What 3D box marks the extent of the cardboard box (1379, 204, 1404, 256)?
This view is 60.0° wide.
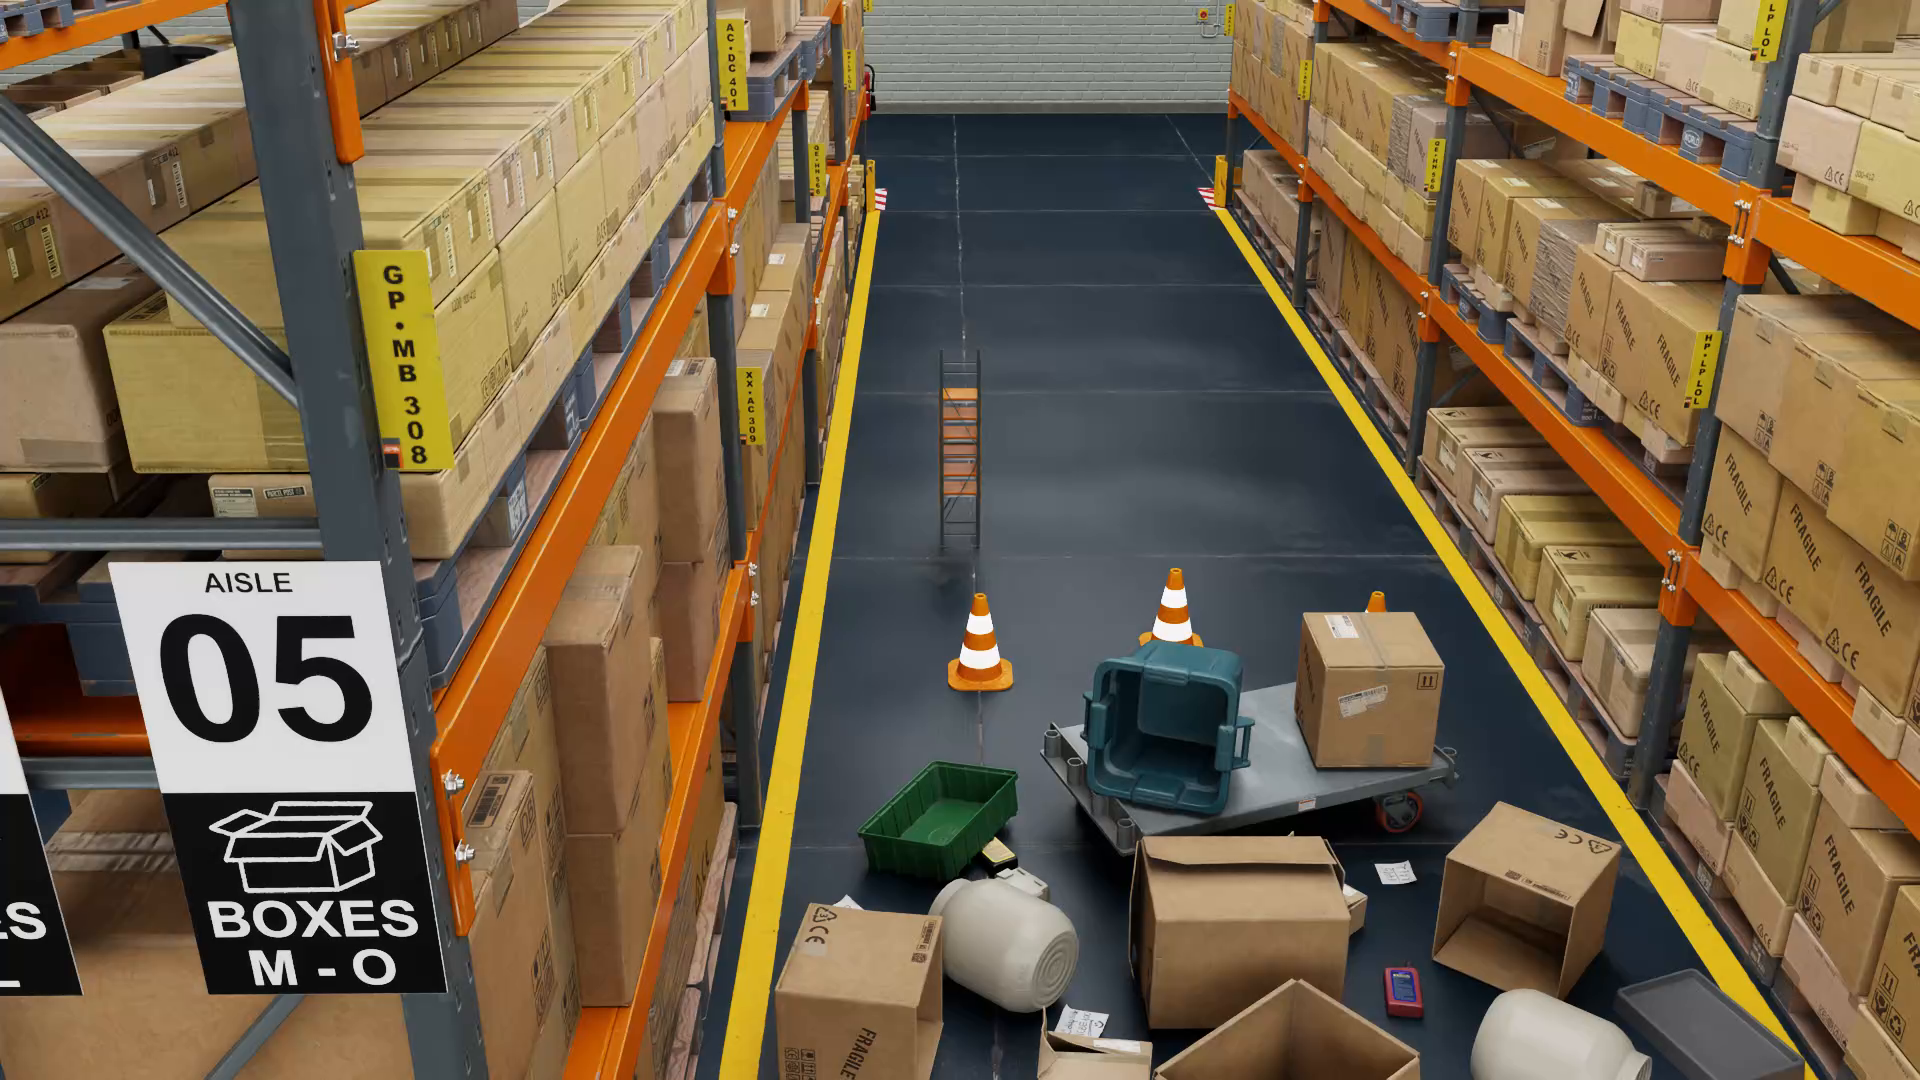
[{"bbox_3d":[3.229,-2.162,11.572,0.500,0.250,0.500,0,24,0],"label":"cardboard box"}]

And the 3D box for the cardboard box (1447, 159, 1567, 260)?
[{"bbox_3d":[3.289,-1.998,10.036,0.500,0.500,0.500,-1,24,-2],"label":"cardboard box"}]

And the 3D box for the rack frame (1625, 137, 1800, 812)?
[{"bbox_3d":[3.559,-0.164,6.973,1.000,3.000,0.127,0,24,-1],"label":"rack frame"}]

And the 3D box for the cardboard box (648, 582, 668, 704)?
[{"bbox_3d":[-1.457,0.433,5.471,0.875,0.550,0.550,0,24,-1],"label":"cardboard box"}]

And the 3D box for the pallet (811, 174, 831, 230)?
[{"bbox_3d":[-1.496,-2.477,12.319,1.003,0.211,1.213,0,24,-1],"label":"pallet"}]

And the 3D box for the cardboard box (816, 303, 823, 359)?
[{"bbox_3d":[-1.199,-1.428,11.381,0.500,0.250,0.500,-1,24,-3],"label":"cardboard box"}]

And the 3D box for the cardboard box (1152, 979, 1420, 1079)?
[{"bbox_3d":[1.052,1.909,5.418,0.797,0.503,0.637,-19,31,-36],"label":"cardboard box"}]

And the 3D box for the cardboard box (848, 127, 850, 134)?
[{"bbox_3d":[-1.220,-3.832,15.388,0.380,0.149,0.250,0,24,0],"label":"cardboard box"}]

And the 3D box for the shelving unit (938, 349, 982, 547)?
[{"bbox_3d":[0.000,-0.541,9.990,0.258,1.200,0.189,0,24,-1],"label":"shelving unit"}]

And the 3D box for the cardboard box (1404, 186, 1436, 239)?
[{"bbox_3d":[3.256,-2.170,10.984,0.500,0.250,0.500,0,24,-1],"label":"cardboard box"}]

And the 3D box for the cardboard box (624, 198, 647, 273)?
[{"bbox_3d":[-1.049,-0.812,4.439,0.380,0.149,0.250,0,24,-1],"label":"cardboard box"}]

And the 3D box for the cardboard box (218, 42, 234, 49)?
[{"bbox_3d":[-6.187,-4.023,14.417,0.500,0.500,0.500,0,24,-1],"label":"cardboard box"}]

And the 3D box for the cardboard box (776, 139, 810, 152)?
[{"bbox_3d":[-1.256,-2.720,11.698,0.380,0.149,0.250,1,24,2],"label":"cardboard box"}]

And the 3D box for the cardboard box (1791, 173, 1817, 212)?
[{"bbox_3d":[3.315,-1.285,6.117,0.380,0.149,0.250,-1,24,-1],"label":"cardboard box"}]

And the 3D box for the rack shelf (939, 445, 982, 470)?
[{"bbox_3d":[0.000,-0.500,10.008,0.258,0.103,0.180,0,24,-1],"label":"rack shelf"}]

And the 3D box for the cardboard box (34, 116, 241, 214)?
[{"bbox_3d":[-1.698,-0.757,3.350,0.380,0.149,0.250,0,24,0],"label":"cardboard box"}]

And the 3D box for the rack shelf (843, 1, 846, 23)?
[{"bbox_3d":[-1.499,-5.260,15.472,1.077,0.370,4.000,0,24,-1],"label":"rack shelf"}]

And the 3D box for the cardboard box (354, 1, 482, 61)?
[{"bbox_3d":[-1.719,-1.592,5.196,0.380,0.149,0.250,0,24,-1],"label":"cardboard box"}]

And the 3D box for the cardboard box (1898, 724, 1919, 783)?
[{"bbox_3d":[3.277,0.713,5.339,0.380,0.149,0.250,0,24,-1],"label":"cardboard box"}]

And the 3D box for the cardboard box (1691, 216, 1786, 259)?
[{"bbox_3d":[3.793,-1.475,8.091,0.380,0.149,0.250,1,24,2],"label":"cardboard box"}]

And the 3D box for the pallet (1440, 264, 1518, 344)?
[{"bbox_3d":[3.630,-1.432,10.008,1.213,0.211,1.003,0,24,-1],"label":"pallet"}]

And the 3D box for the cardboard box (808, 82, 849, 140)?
[{"bbox_3d":[-1.230,-3.783,14.492,0.500,0.500,0.500,-1,24,-2],"label":"cardboard box"}]

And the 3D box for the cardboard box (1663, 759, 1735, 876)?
[{"bbox_3d":[3.295,1.142,6.913,0.500,0.250,0.500,-1,24,-3],"label":"cardboard box"}]

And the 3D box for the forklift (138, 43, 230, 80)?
[{"bbox_3d":[-4.484,-1.166,9.271,3.031,2.935,1.130,-22,32,-39],"label":"forklift"}]

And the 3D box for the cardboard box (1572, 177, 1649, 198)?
[{"bbox_3d":[3.815,-1.786,9.566,0.500,0.500,0.500,-1,24,-1],"label":"cardboard box"}]

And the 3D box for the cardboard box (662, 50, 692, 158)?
[{"bbox_3d":[-1.122,-1.361,5.169,0.500,0.250,0.500,0,24,-1],"label":"cardboard box"}]

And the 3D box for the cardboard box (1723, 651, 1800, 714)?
[{"bbox_3d":[3.237,0.556,6.510,0.380,0.149,0.250,0,24,0],"label":"cardboard box"}]

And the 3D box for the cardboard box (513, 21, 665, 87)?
[{"bbox_3d":[-1.055,-1.386,4.740,0.380,0.149,0.250,0,24,0],"label":"cardboard box"}]

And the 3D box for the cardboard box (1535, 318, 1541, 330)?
[{"bbox_3d":[3.364,-1.196,9.050,0.380,0.149,0.250,1,24,2],"label":"cardboard box"}]

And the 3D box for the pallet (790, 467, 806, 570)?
[{"bbox_3d":[-1.500,-0.153,10.331,1.003,0.211,1.213,0,24,-1],"label":"pallet"}]

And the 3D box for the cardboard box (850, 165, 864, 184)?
[{"bbox_3d":[-1.186,-3.781,17.199,0.380,0.149,0.250,-1,24,-2],"label":"cardboard box"}]

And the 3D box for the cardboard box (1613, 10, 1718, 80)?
[{"bbox_3d":[3.403,-2.312,7.755,0.500,0.250,0.500,0,24,0],"label":"cardboard box"}]

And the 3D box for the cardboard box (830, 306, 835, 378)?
[{"bbox_3d":[-1.205,-1.512,12.477,0.500,0.500,0.500,-1,24,-2],"label":"cardboard box"}]

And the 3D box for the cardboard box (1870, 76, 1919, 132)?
[{"bbox_3d":[3.262,-1.433,5.475,0.380,0.149,0.250,-1,24,-2],"label":"cardboard box"}]

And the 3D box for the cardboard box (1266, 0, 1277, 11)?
[{"bbox_3d":[3.130,-5.119,15.806,0.380,0.149,0.250,-1,24,-2],"label":"cardboard box"}]

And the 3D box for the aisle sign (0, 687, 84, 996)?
[{"bbox_3d":[-1.645,0.394,2.584,0.394,0.787,0.004,0,24,-1],"label":"aisle sign"}]

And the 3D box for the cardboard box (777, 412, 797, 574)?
[{"bbox_3d":[-1.504,-0.303,9.501,1.050,0.750,0.750,0,24,0],"label":"cardboard box"}]

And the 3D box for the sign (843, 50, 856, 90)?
[{"bbox_3d":[-0.922,-3.928,13.890,0.100,0.325,0.005,0,24,-1],"label":"sign"}]

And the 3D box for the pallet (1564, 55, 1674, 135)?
[{"bbox_3d":[3.644,-2.127,7.902,1.213,0.211,1.003,0,24,-1],"label":"pallet"}]

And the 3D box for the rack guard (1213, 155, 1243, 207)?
[{"bbox_3d":[3.428,-3.980,18.443,1.175,0.500,0.348,0,24,-1],"label":"rack guard"}]

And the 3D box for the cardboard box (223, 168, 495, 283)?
[{"bbox_3d":[-1.033,-0.547,2.885,0.380,0.149,0.250,0,24,0],"label":"cardboard box"}]

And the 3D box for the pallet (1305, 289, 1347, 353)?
[{"bbox_3d":[3.555,-1.872,14.134,1.003,0.211,1.213,0,24,-1],"label":"pallet"}]

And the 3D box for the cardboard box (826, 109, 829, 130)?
[{"bbox_3d":[-1.275,-3.446,13.664,0.380,0.149,0.250,0,24,1],"label":"cardboard box"}]

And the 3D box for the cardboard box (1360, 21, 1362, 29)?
[{"bbox_3d":[3.664,-4.599,14.657,0.380,0.149,0.250,-1,24,-1],"label":"cardboard box"}]

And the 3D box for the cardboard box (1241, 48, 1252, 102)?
[{"bbox_3d":[3.179,-4.747,16.984,0.500,0.500,0.500,-1,24,-1],"label":"cardboard box"}]

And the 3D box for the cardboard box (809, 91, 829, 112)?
[{"bbox_3d":[-1.277,-3.580,13.599,0.380,0.149,0.250,1,24,2],"label":"cardboard box"}]

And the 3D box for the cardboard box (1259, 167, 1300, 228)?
[{"bbox_3d":[3.554,-3.484,16.913,0.875,0.438,0.875,0,24,1],"label":"cardboard box"}]

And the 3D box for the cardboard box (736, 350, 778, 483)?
[{"bbox_3d":[-1.133,-0.572,7.753,0.500,0.500,0.500,0,24,0],"label":"cardboard box"}]

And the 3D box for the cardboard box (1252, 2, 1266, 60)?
[{"bbox_3d":[3.174,-4.986,16.299,0.500,0.500,0.500,0,24,-1],"label":"cardboard box"}]

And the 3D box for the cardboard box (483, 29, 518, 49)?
[{"bbox_3d":[-1.664,-1.568,5.628,0.500,0.250,0.500,0,24,0],"label":"cardboard box"}]

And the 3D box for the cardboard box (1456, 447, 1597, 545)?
[{"bbox_3d":[3.528,-0.269,9.885,0.950,0.372,0.625,-1,24,-2],"label":"cardboard box"}]

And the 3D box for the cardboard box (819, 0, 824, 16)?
[{"bbox_3d":[-1.197,-3.809,11.271,0.500,0.500,0.500,0,24,-1],"label":"cardboard box"}]

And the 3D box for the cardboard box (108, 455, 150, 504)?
[{"bbox_3d":[-1.691,-0.180,3.043,0.380,0.149,0.250,0,24,0],"label":"cardboard box"}]

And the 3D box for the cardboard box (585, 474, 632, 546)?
[{"bbox_3d":[-1.416,0.159,4.765,0.875,0.550,0.500,0,24,-1],"label":"cardboard box"}]

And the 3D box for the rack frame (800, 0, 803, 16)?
[{"bbox_3d":[-1.433,-4.482,9.240,1.000,3.000,0.127,0,24,-1],"label":"rack frame"}]

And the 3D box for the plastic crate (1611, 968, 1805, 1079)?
[{"bbox_3d":[2.756,1.817,6.136,0.402,0.080,0.583,-9,26,-19],"label":"plastic crate"}]

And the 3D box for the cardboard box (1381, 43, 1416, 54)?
[{"bbox_3d":[3.728,-3.779,13.630,0.500,0.500,0.500,1,24,1],"label":"cardboard box"}]

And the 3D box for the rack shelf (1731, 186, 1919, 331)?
[{"bbox_3d":[3.581,-0.379,4.681,1.077,0.370,4.000,0,24,-1],"label":"rack shelf"}]
